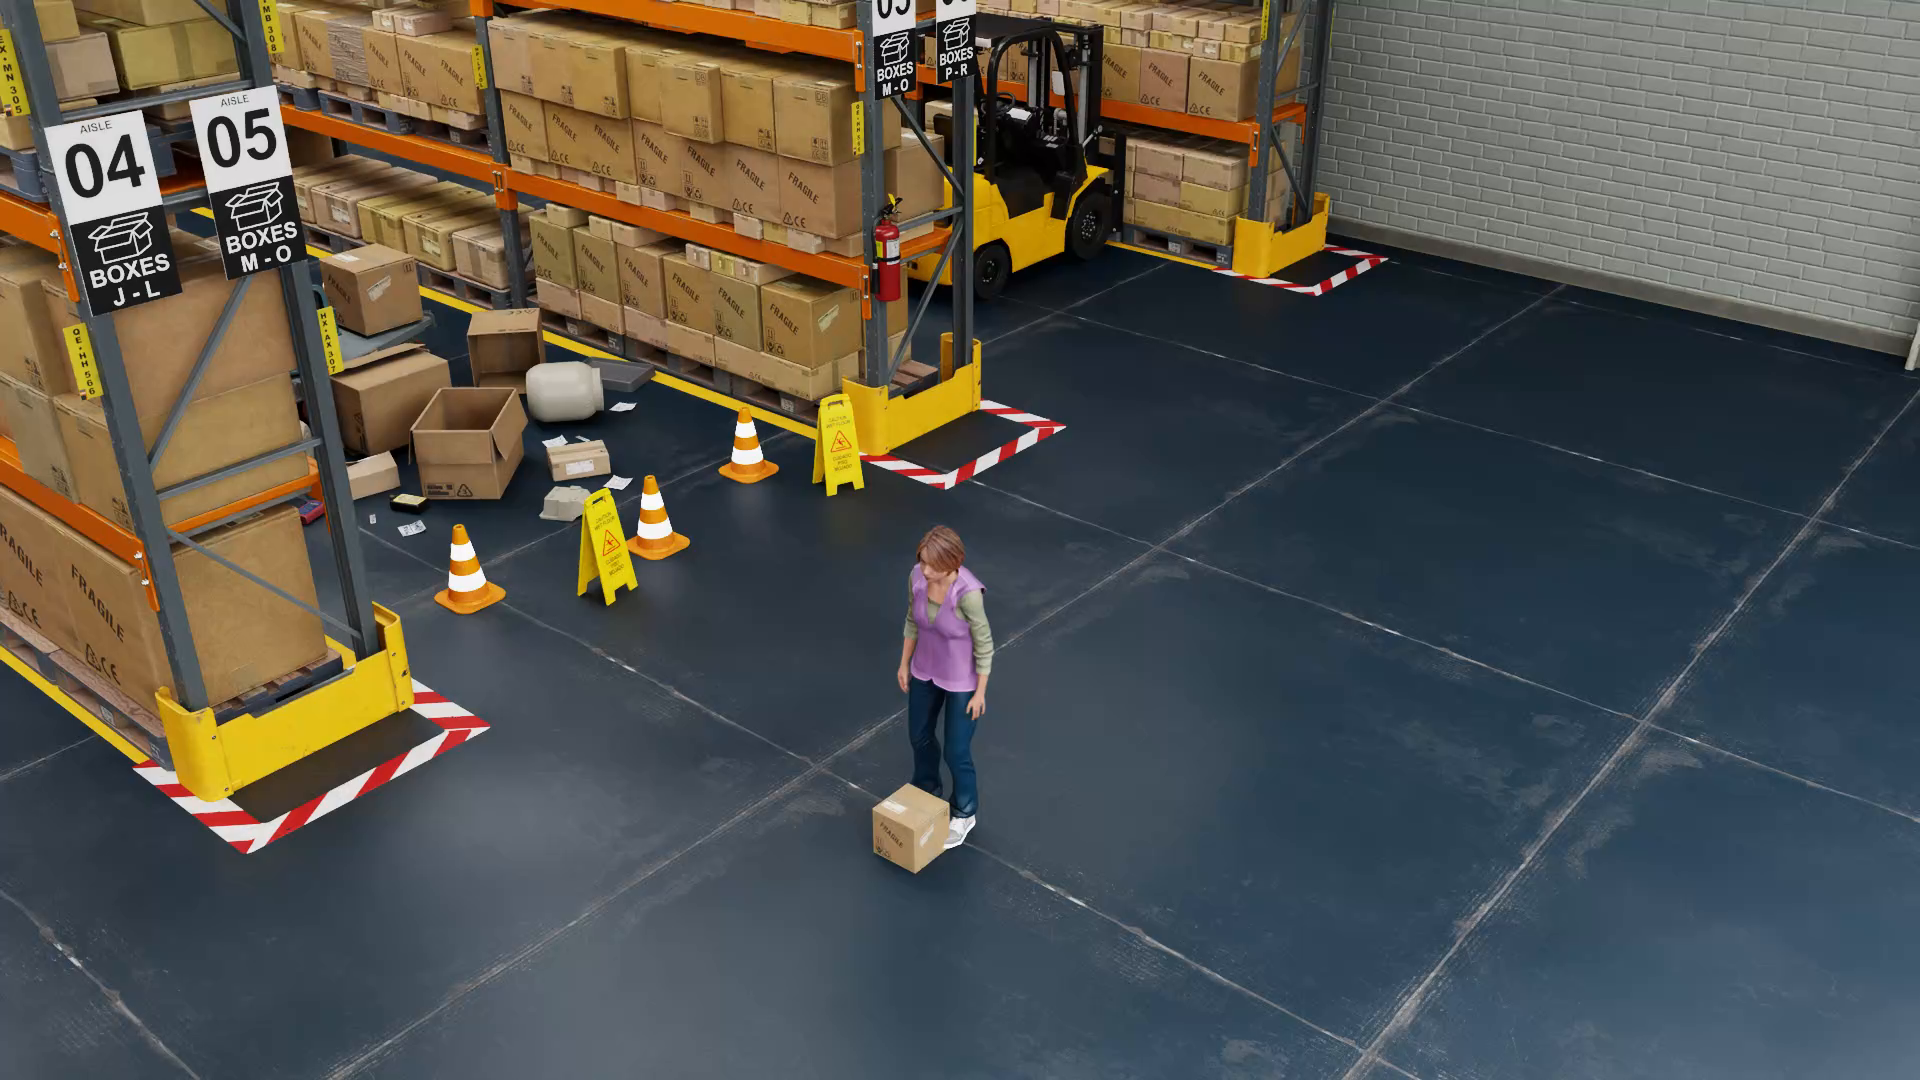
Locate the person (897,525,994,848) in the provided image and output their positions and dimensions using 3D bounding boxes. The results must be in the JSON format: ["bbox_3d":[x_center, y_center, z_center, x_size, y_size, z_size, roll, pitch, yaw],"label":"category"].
[{"bbox_3d":[-0.070,0.629,7.435,0.485,1.593,0.341,19,33,32],"label":"person"}]
